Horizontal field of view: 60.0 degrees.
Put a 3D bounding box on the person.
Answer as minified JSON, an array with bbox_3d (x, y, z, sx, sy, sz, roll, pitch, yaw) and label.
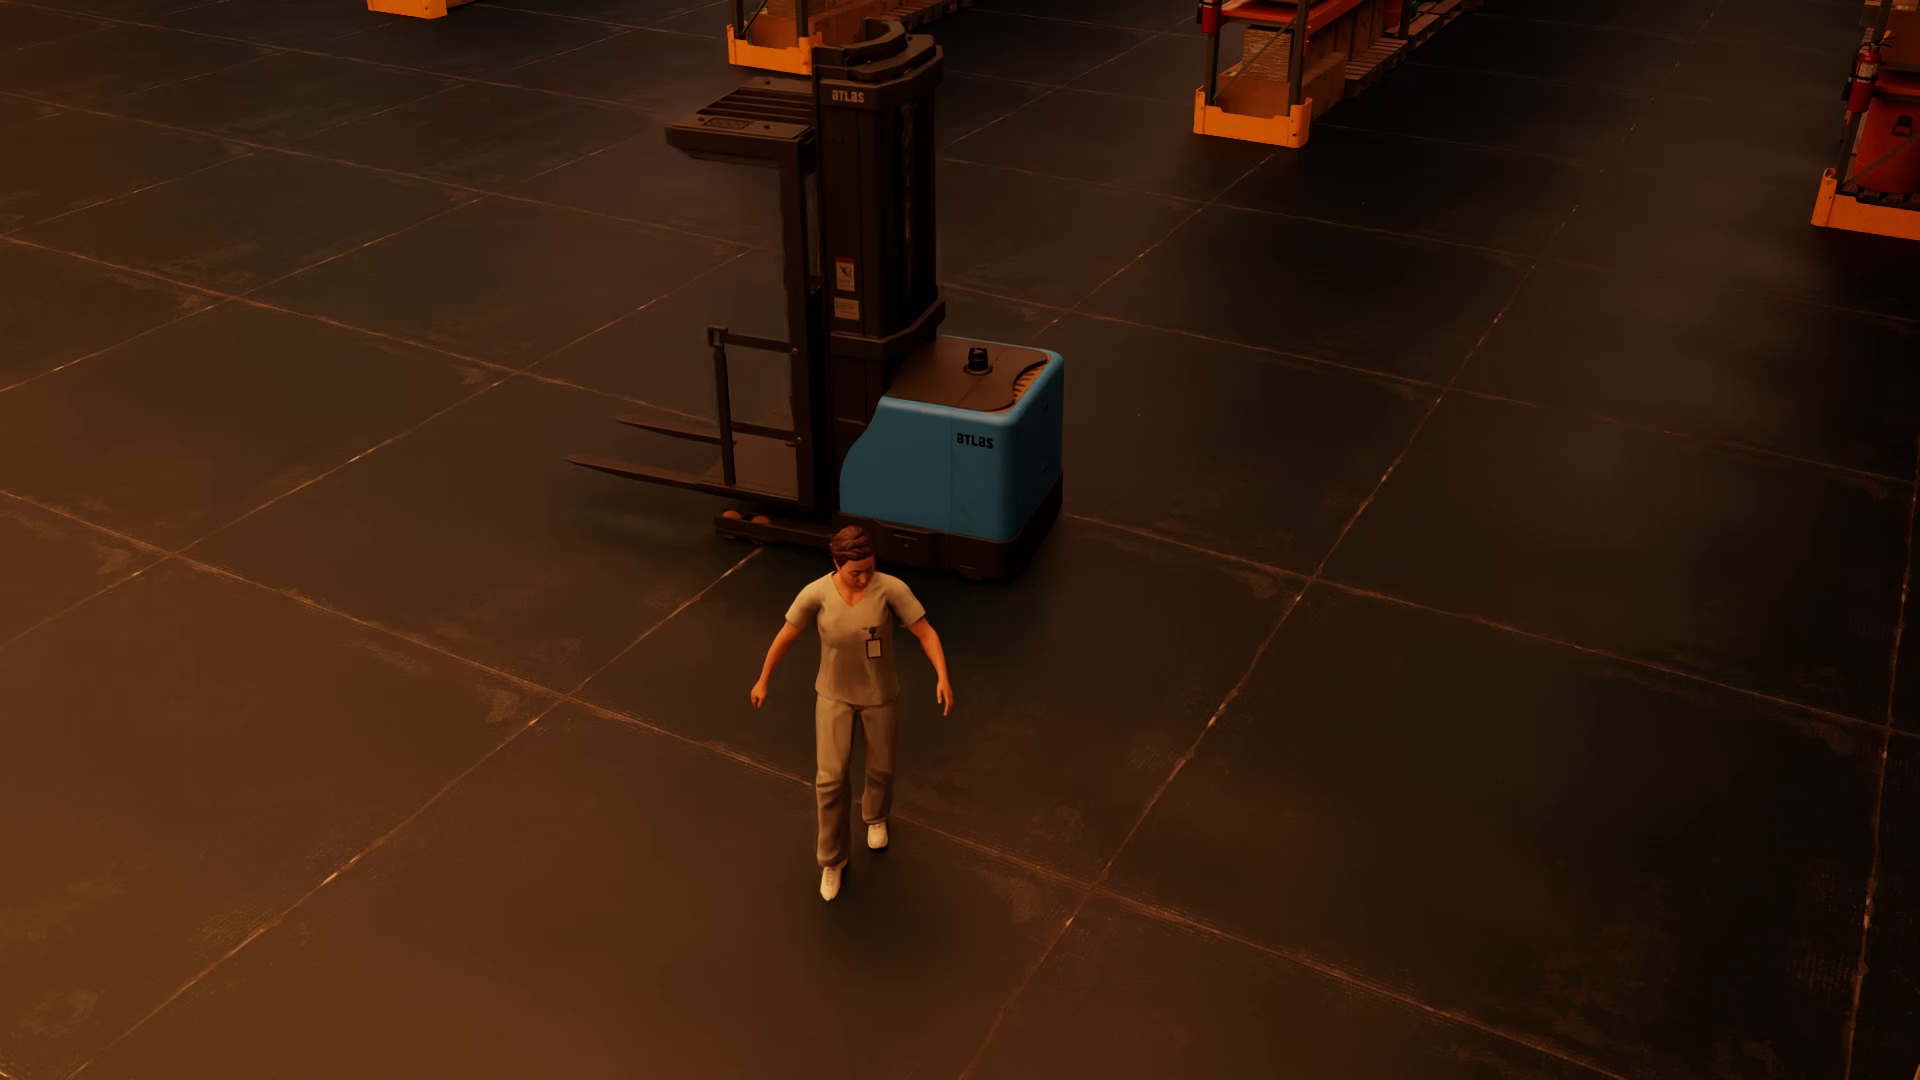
[{"bbox_3d":[-0.465,0.728,7.134,0.884,1.691,0.632,0,30,0],"label":"person"}]

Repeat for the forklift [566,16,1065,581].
[{"bbox_3d":[-0.944,-1.479,9.633,3.031,2.935,1.130,10,32,17],"label":"forklift"}]
